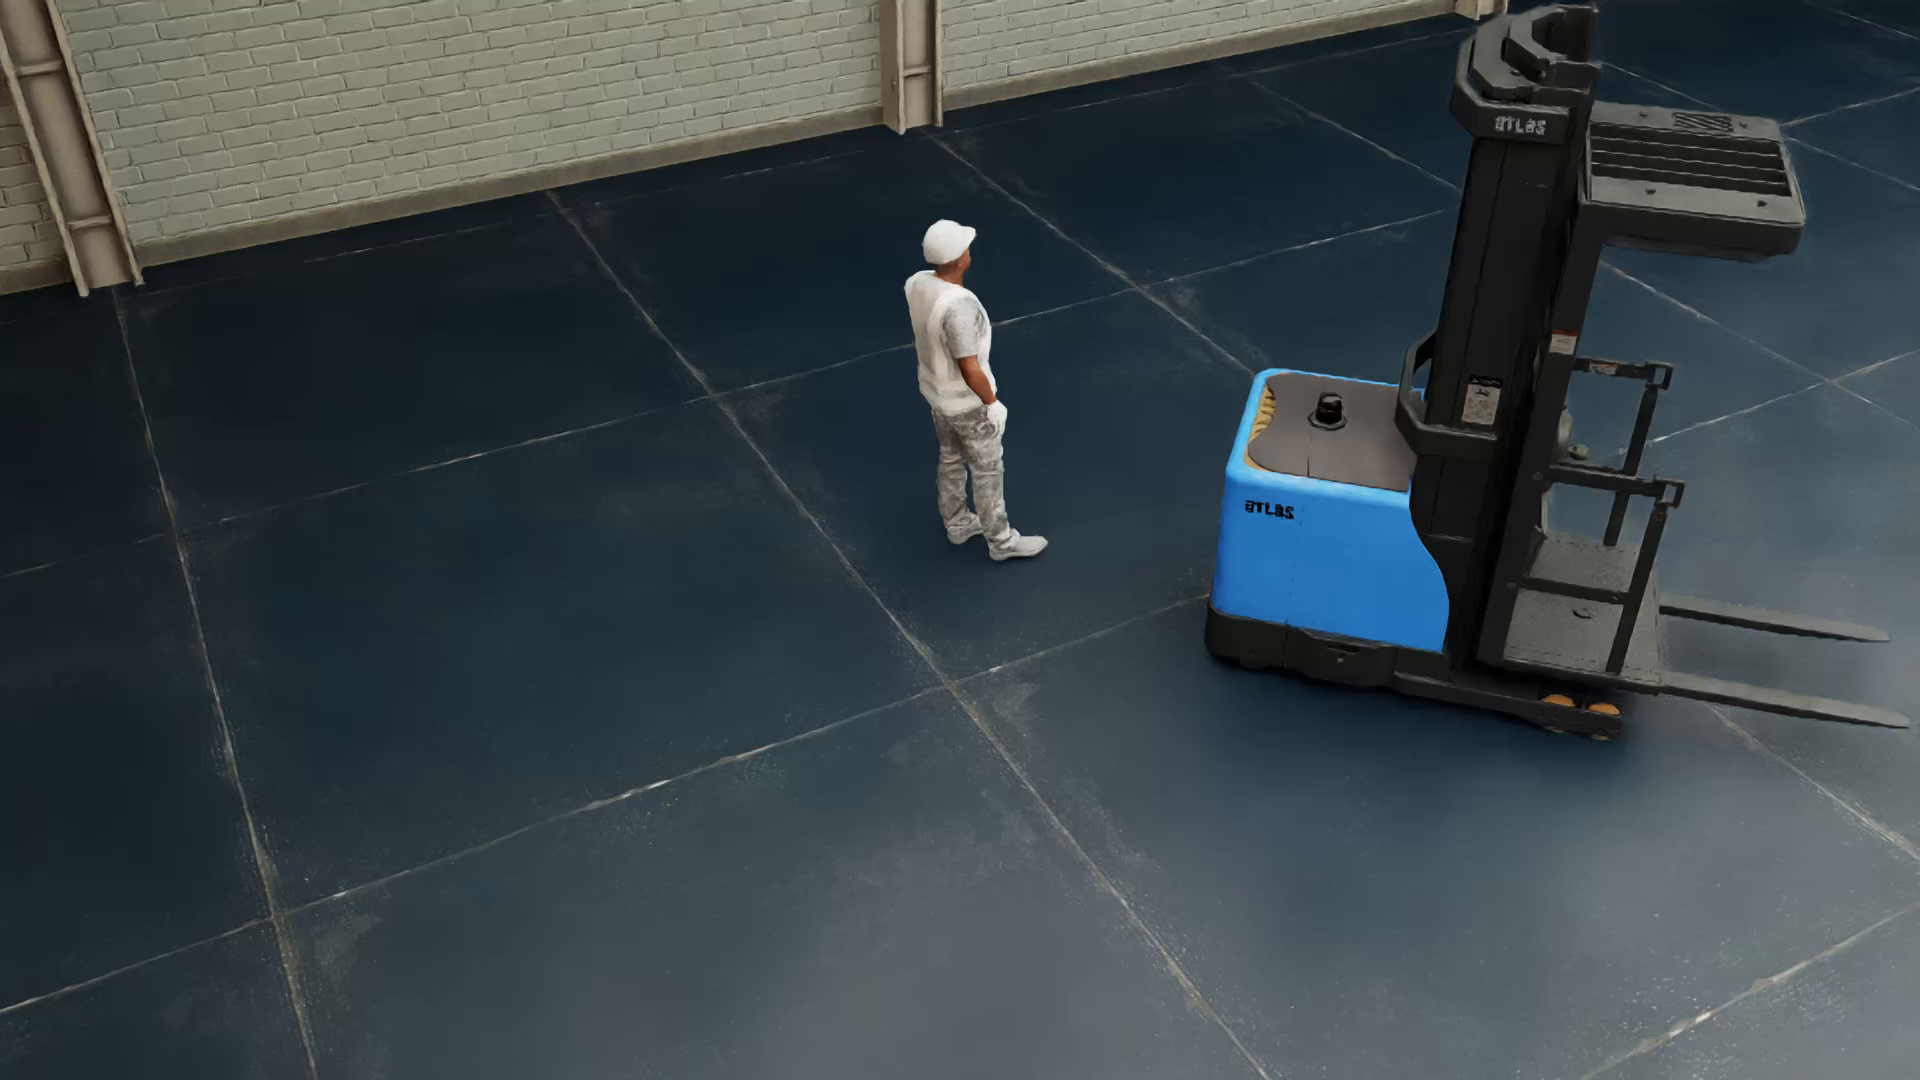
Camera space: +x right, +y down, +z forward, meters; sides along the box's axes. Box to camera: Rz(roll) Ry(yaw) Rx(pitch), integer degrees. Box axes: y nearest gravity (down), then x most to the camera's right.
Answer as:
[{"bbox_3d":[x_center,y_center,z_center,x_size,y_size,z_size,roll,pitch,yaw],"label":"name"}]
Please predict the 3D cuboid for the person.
[{"bbox_3d":[0.067,-0.750,8.166,0.576,1.782,0.655,-17,39,-23],"label":"person"}]

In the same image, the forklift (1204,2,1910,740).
[{"bbox_3d":[2.730,-0.651,7.043,3.031,2.935,1.130,10,36,14],"label":"forklift"}]
